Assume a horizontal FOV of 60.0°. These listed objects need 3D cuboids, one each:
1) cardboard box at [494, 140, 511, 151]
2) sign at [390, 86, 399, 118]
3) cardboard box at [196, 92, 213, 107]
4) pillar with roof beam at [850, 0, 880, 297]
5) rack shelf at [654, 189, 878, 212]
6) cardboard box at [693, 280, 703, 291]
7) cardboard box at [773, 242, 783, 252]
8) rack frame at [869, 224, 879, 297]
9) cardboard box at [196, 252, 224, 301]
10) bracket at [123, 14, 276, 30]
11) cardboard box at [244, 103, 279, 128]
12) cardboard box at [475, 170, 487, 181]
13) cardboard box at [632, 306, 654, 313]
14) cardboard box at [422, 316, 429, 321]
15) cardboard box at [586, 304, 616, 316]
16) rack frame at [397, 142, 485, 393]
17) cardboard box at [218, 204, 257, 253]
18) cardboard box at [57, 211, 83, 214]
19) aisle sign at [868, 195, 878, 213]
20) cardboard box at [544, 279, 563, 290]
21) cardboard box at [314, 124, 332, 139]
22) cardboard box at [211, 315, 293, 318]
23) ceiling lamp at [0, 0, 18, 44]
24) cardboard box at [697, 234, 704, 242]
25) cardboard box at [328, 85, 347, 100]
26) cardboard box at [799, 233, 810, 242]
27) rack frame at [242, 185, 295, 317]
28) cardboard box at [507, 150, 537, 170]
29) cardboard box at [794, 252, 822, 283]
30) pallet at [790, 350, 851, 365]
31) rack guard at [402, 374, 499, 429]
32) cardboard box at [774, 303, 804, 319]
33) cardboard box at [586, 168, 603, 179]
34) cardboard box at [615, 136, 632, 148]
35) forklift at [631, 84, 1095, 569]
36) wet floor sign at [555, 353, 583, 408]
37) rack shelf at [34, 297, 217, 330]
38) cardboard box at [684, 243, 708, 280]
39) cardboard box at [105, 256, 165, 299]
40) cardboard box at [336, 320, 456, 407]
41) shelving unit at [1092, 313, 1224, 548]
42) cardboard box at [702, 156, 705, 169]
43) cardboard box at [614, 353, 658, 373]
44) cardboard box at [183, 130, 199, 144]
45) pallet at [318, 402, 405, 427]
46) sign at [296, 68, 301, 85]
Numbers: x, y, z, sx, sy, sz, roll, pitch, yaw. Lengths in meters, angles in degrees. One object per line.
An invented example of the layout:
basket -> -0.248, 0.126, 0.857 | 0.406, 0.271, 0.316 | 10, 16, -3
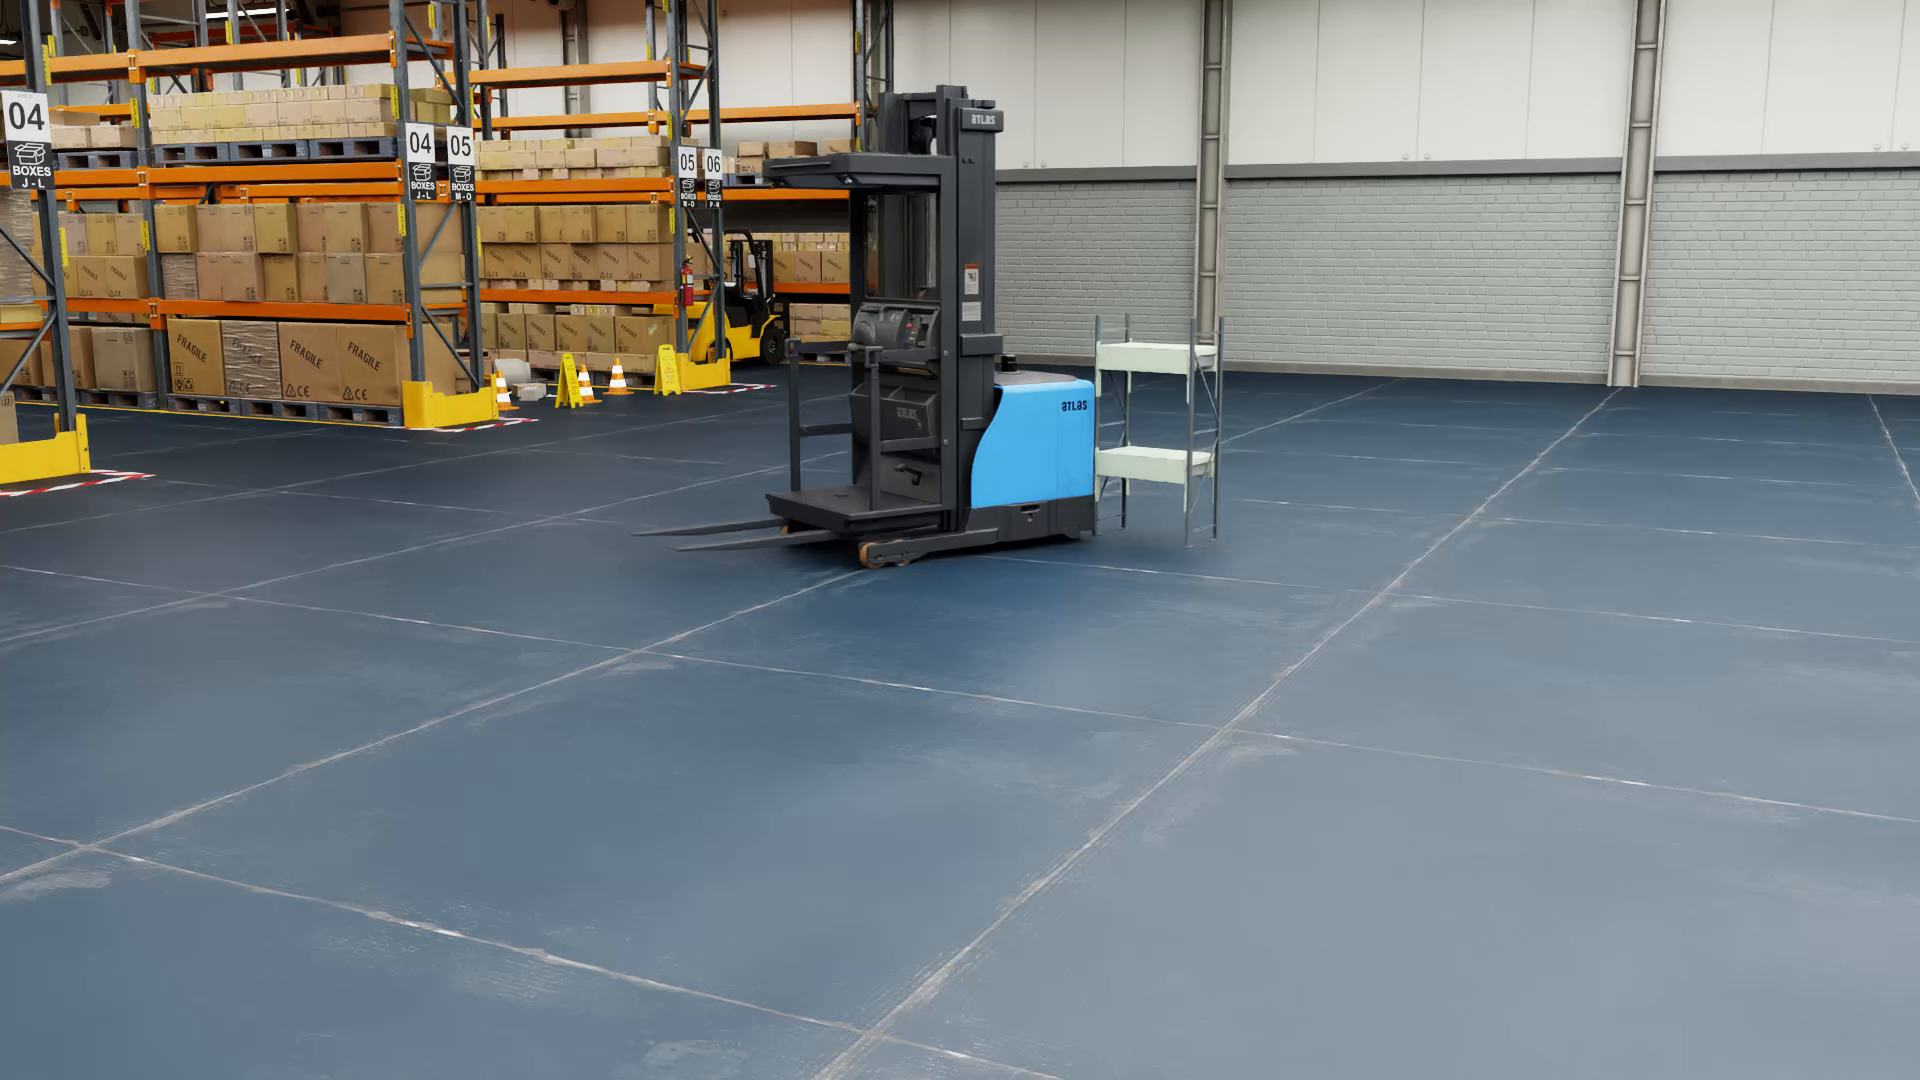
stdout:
cardboard box -> -6.278, -5.492, 23.194 | 0.250, 0.149, 0.380 | 5, 11, 25
sign -> -5.883, -4.560, 17.318 | 0.005, 0.325, 0.100 | 5, 11, 26
cardboard box -> -8.358, -4.946, 18.720 | 0.250, 0.149, 0.380 | 5, 11, 25
pillar with roof beam -> -3.469, -6.828, 23.689 | 0.400, 9.000, 9.100 | 5, 11, 26
rack shelf -> -3.132, -5.644, 27.591 | 4.000, 0.370, 1.077 | 5, 11, 26
cardboard box -> -3.744, -3.508, 22.894 | 0.250, 0.149, 0.380 | 5, 11, 26
cardboard box -> -2.934, -4.813, 27.297 | 0.250, 0.149, 0.380 | 5, 11, 26
rack frame -> -1.338, -4.365, 26.923 | 0.127, 3.000, 1.000 | 5, 11, 26
cardboard box -> -8.379, -3.095, 19.488 | 0.550, 0.550, 0.875 | 5, 11, 26
bracket -> -15.165, -10.411, 33.381 | 4.783, 0.066, 0.076 | 5, 11, 26
cardboard box -> -7.543, -4.690, 18.427 | 0.500, 0.250, 0.500 | 5, 11, 26
cardboard box -> -6.738, -5.145, 23.521 | 0.250, 0.149, 0.380 | 5, 11, 26
cardboard box -> -5.398, -3.757, 29.056 | 0.625, 0.625, 0.875 | 6, 12, 28
cardboard box -> -9.902, -4.053, 31.039 | 0.500, 0.500, 0.500 | 6, 12, 28
cardboard box -> -4.948, -3.173, 22.956 | 0.250, 0.149, 0.380 | 5, 12, 27
rack frame -> -5.631, -2.773, 18.129 | 0.127, 3.000, 1.000 | 5, 11, 26
cardboard box -> -7.934, -3.570, 19.077 | 0.550, 0.550, 0.875 | 5, 11, 26
cardboard box -> -14.710, -5.351, 27.464 | 0.250, 0.149, 0.380 | 5, 11, 25
aisle sign -> -1.409, -5.592, 26.404 | 0.004, 0.787, 0.394 | 5, 11, 26
cardboard box -> -5.596, -3.569, 23.235 | 0.250, 0.149, 0.380 | 5, 11, 26
cardboard box -> -6.762, -4.413, 18.016 | 0.250, 0.149, 0.380 | 5, 11, 26
cardboard box -> -11.288, -3.431, 26.551 | 0.875, 0.875, 0.875 | 5, 11, 25
ceiling lamp -> -19.121, -11.289, 31.948 | 0.800, 3.185, 2.000 | 5, 11, 26
cardboard box -> -4.264, -5.097, 28.034 | 0.250, 0.149, 0.380 | 5, 11, 25
cardboard box -> -6.536, -4.786, 17.836 | 0.250, 0.149, 0.380 | 5, 12, 27
cardboard box -> -2.425, -4.936, 27.144 | 0.250, 0.149, 0.380 | 5, 11, 26
rack frame -> -10.705, -4.202, 26.025 | 0.127, 3.000, 1.000 | 5, 11, 26
cardboard box -> -5.935, -5.276, 23.124 | 0.500, 0.250, 0.500 | 5, 11, 26
cardboard box -> -2.357, -4.453, 27.131 | 0.500, 0.500, 0.500 | 5, 12, 28
pallet -> -2.043, -3.046, 27.468 | 1.213, 0.211, 1.003 | 5, 11, 26
rack guard -> -5.609, -1.541, 18.342 | 0.348, 0.500, 1.175 | 5, 11, 26
cardboard box -> -2.807, -3.774, 27.395 | 0.500, 0.250, 0.500 | 5, 11, 27
cardboard box -> -4.878, -4.991, 22.666 | 0.250, 0.149, 0.380 | 5, 11, 25
cardboard box -> -4.416, -5.339, 22.353 | 0.250, 0.149, 0.380 | 5, 11, 25
forklift -> -0.588, -1.368, 10.560 | 3.031, 2.935, 1.130 | -7, 12, -34
wet floor sign -> -4.729, -1.928, 20.074 | 0.232, 0.644, 0.267 | 3, 11, 16
rack shelf -> -11.012, -2.892, 20.806 | 4.000, 0.370, 1.077 | 5, 11, 26
cardboard box -> -3.833, -3.849, 22.957 | 0.500, 0.500, 0.500 | 5, 11, 25
cardboard box -> -9.804, -3.136, 19.853 | 0.500, 0.500, 0.500 | 5, 11, 25
cardboard box -> -6.268, -1.977, 18.518 | 0.875, 0.875, 0.875 | 5, 11, 26
shelving unit -> 1.324, -0.752, 11.175 | 0.755, 1.500, 0.431 | 8, 13, 38
cardboard box -> -4.287, -6.263, 27.782 | 0.500, 0.311, 0.500 | 5, 12, 27
cardboard box -> -4.397, -2.448, 22.874 | 0.500, 0.250, 0.500 | 5, 11, 26
cardboard box -> -8.586, -4.573, 18.900 | 0.250, 0.149, 0.380 | 5, 11, 26
pallet -> -6.383, -1.451, 18.657 | 1.213, 0.211, 1.003 | 5, 11, 26
sign -> -12.356, -8.676, 31.053 | 0.005, 0.325, 0.100 | 5, 11, 26
